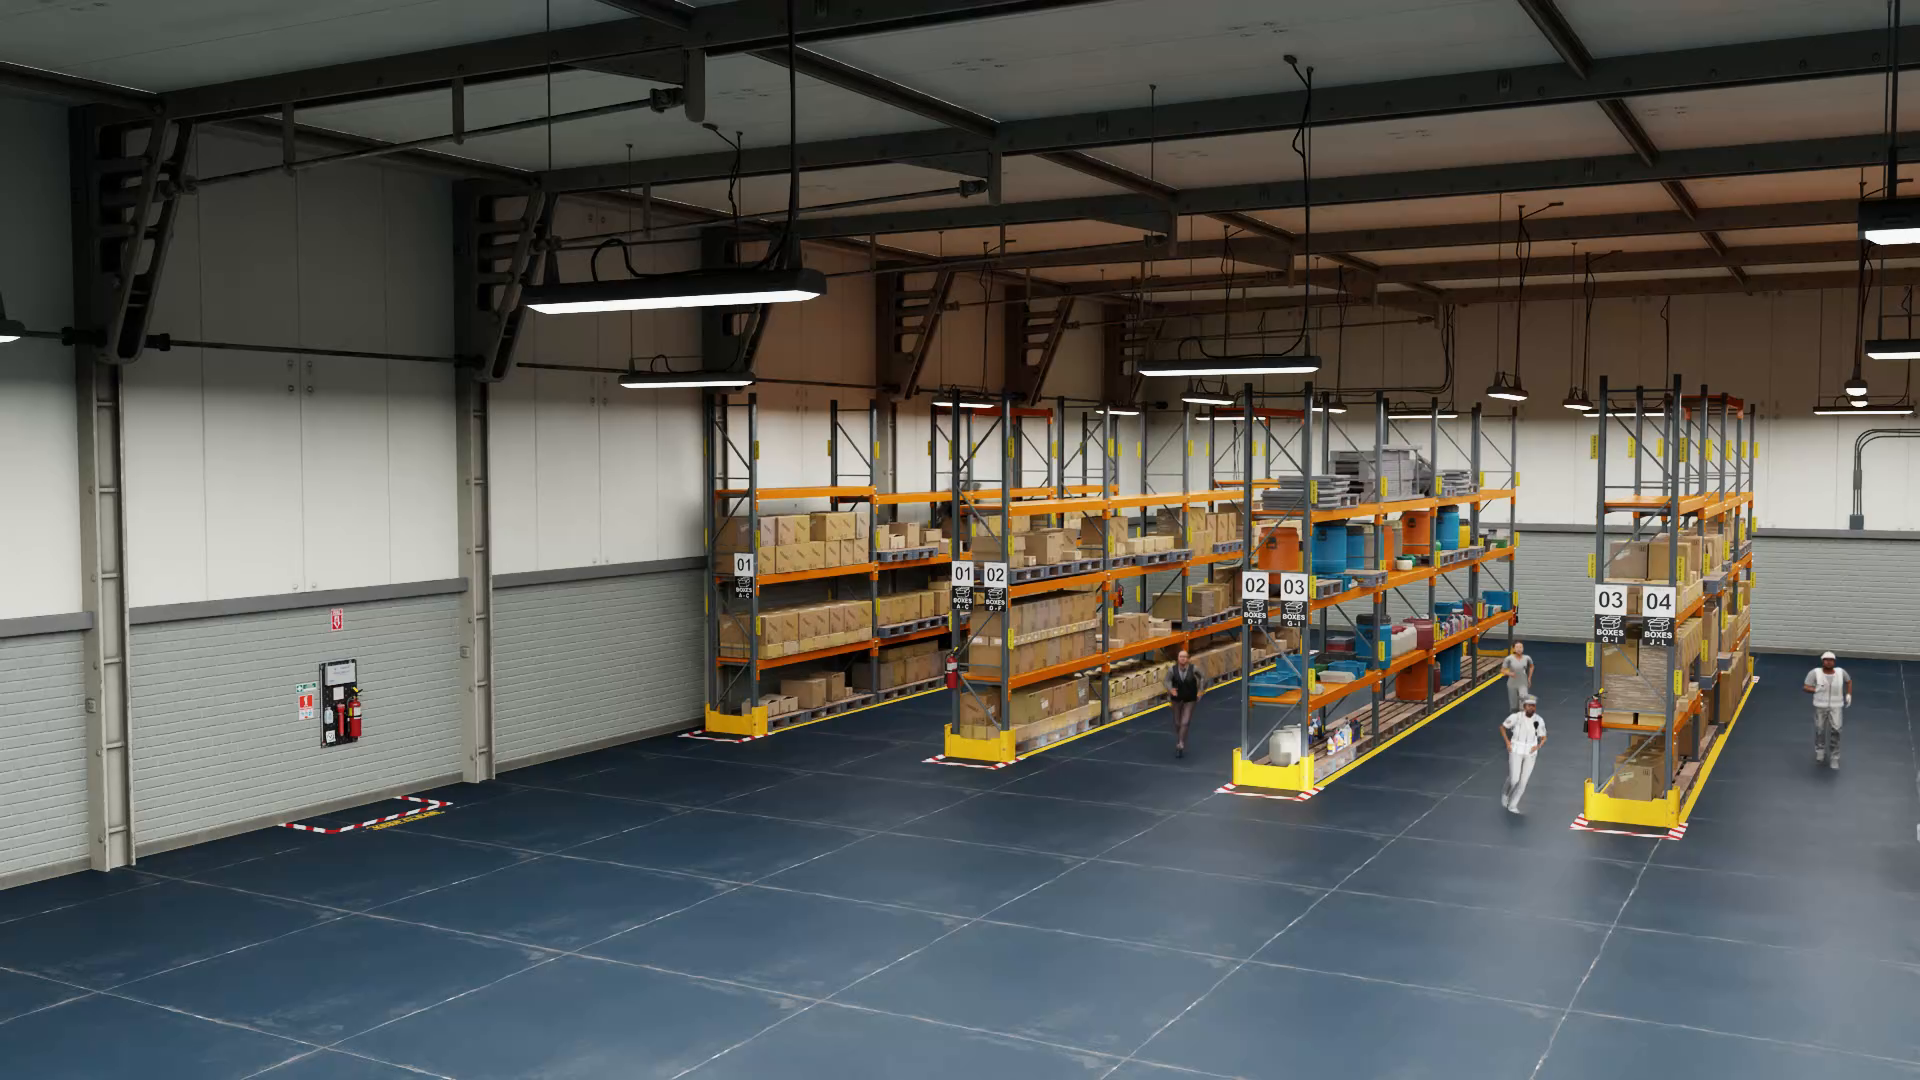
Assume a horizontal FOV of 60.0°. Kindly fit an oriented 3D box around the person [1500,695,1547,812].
[{"bbox_3d":[7.779,2.942,22.922,0.593,1.648,0.529,0,3,8],"label":"person"}]

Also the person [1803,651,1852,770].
[{"bbox_3d":[13.737,2.682,26.347,0.705,1.850,0.796,1,3,24],"label":"person"}]

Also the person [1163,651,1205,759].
[{"bbox_3d":[3.680,2.668,27.393,0.681,1.718,0.993,1,3,14],"label":"person"}]

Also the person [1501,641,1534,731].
[{"bbox_3d":[9.727,2.599,29.037,0.552,1.710,0.774,1,3,17],"label":"person"}]
